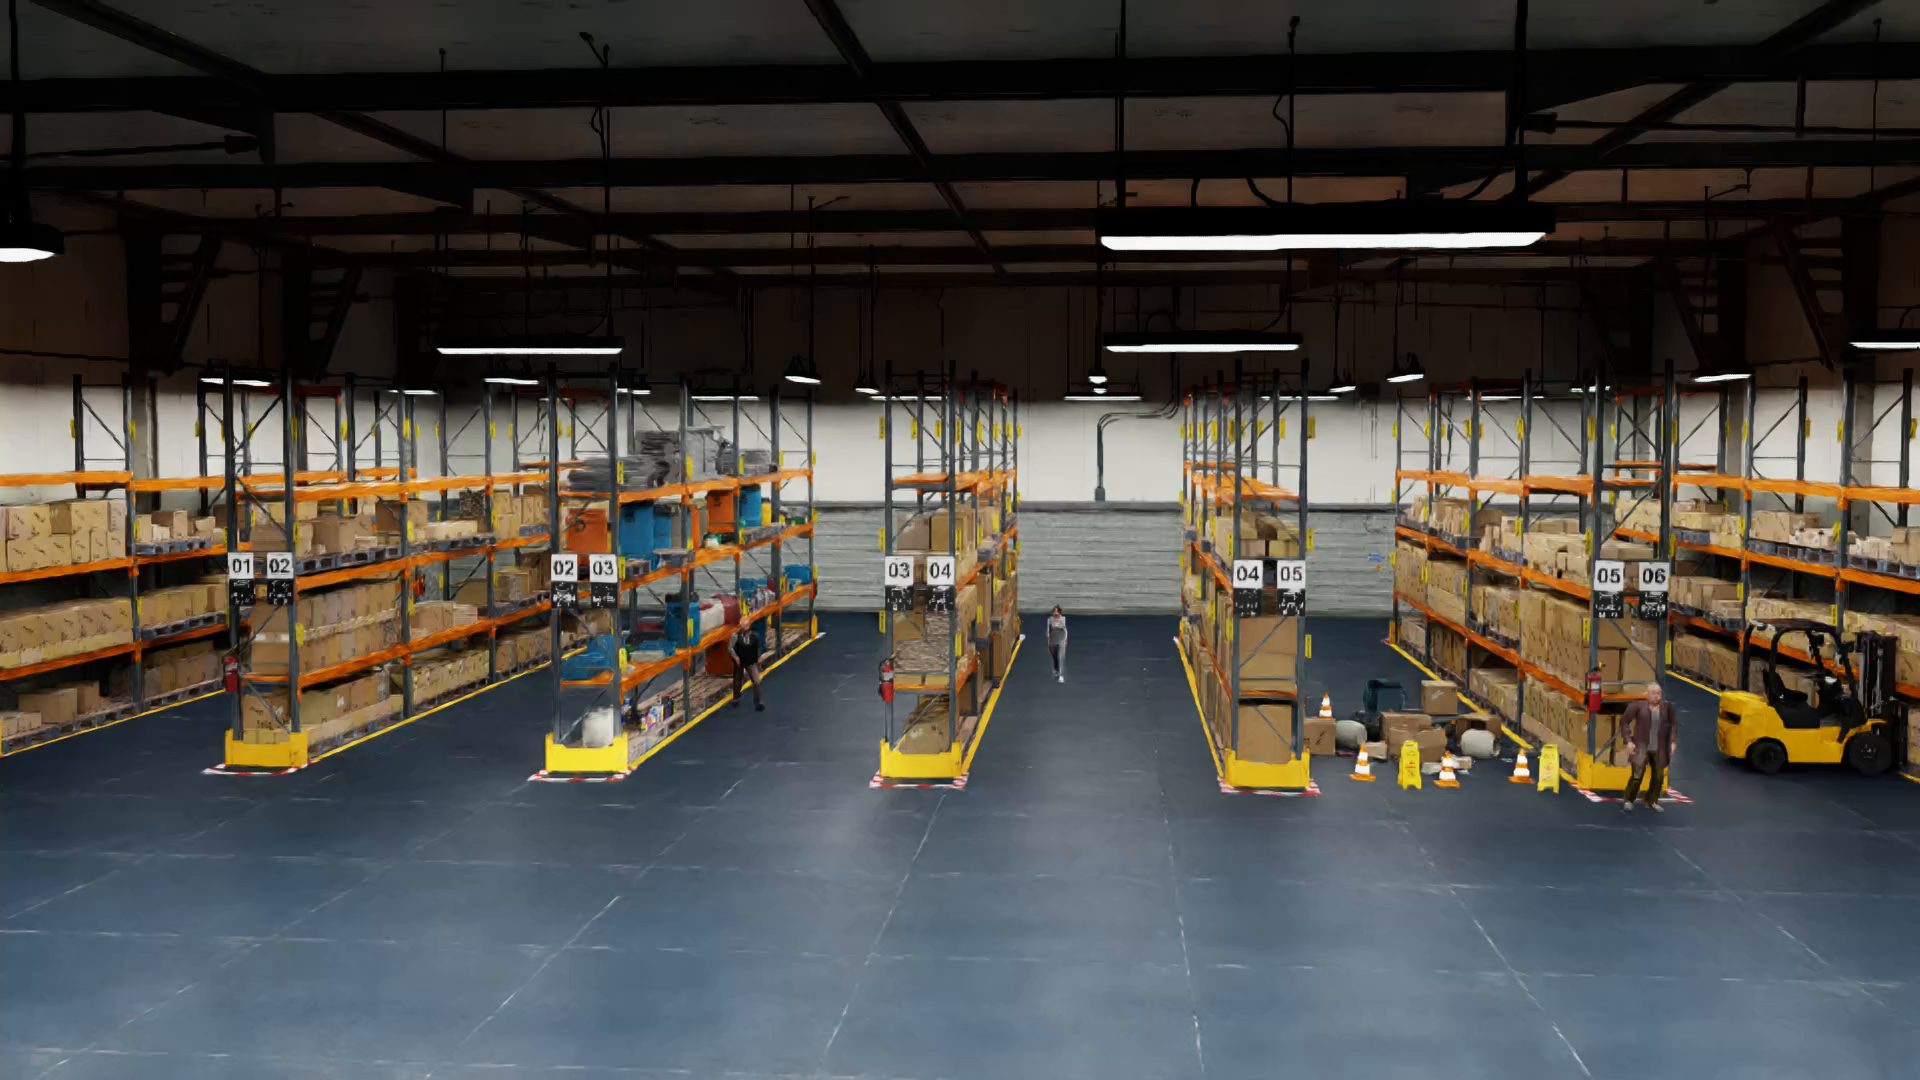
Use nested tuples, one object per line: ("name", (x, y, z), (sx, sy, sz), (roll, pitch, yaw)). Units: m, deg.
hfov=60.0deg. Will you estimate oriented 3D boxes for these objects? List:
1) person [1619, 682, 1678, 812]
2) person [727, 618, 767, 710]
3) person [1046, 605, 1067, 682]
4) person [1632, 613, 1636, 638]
("person", (9.021, 2.707, 21.809), (0.729, 1.733, 0.544), (0, 4, 4))
("person", (-3.840, 2.207, 29.812), (0.674, 1.663, 0.842), (-1, 4, -12))
("person", (1.932, 2.042, 33.279), (0.417, 1.517, 1.036), (1, 4, 8))
("person", (12.271, 2.144, 30.682), (0.538, 1.654, 0.573), (3, 5, 34))
